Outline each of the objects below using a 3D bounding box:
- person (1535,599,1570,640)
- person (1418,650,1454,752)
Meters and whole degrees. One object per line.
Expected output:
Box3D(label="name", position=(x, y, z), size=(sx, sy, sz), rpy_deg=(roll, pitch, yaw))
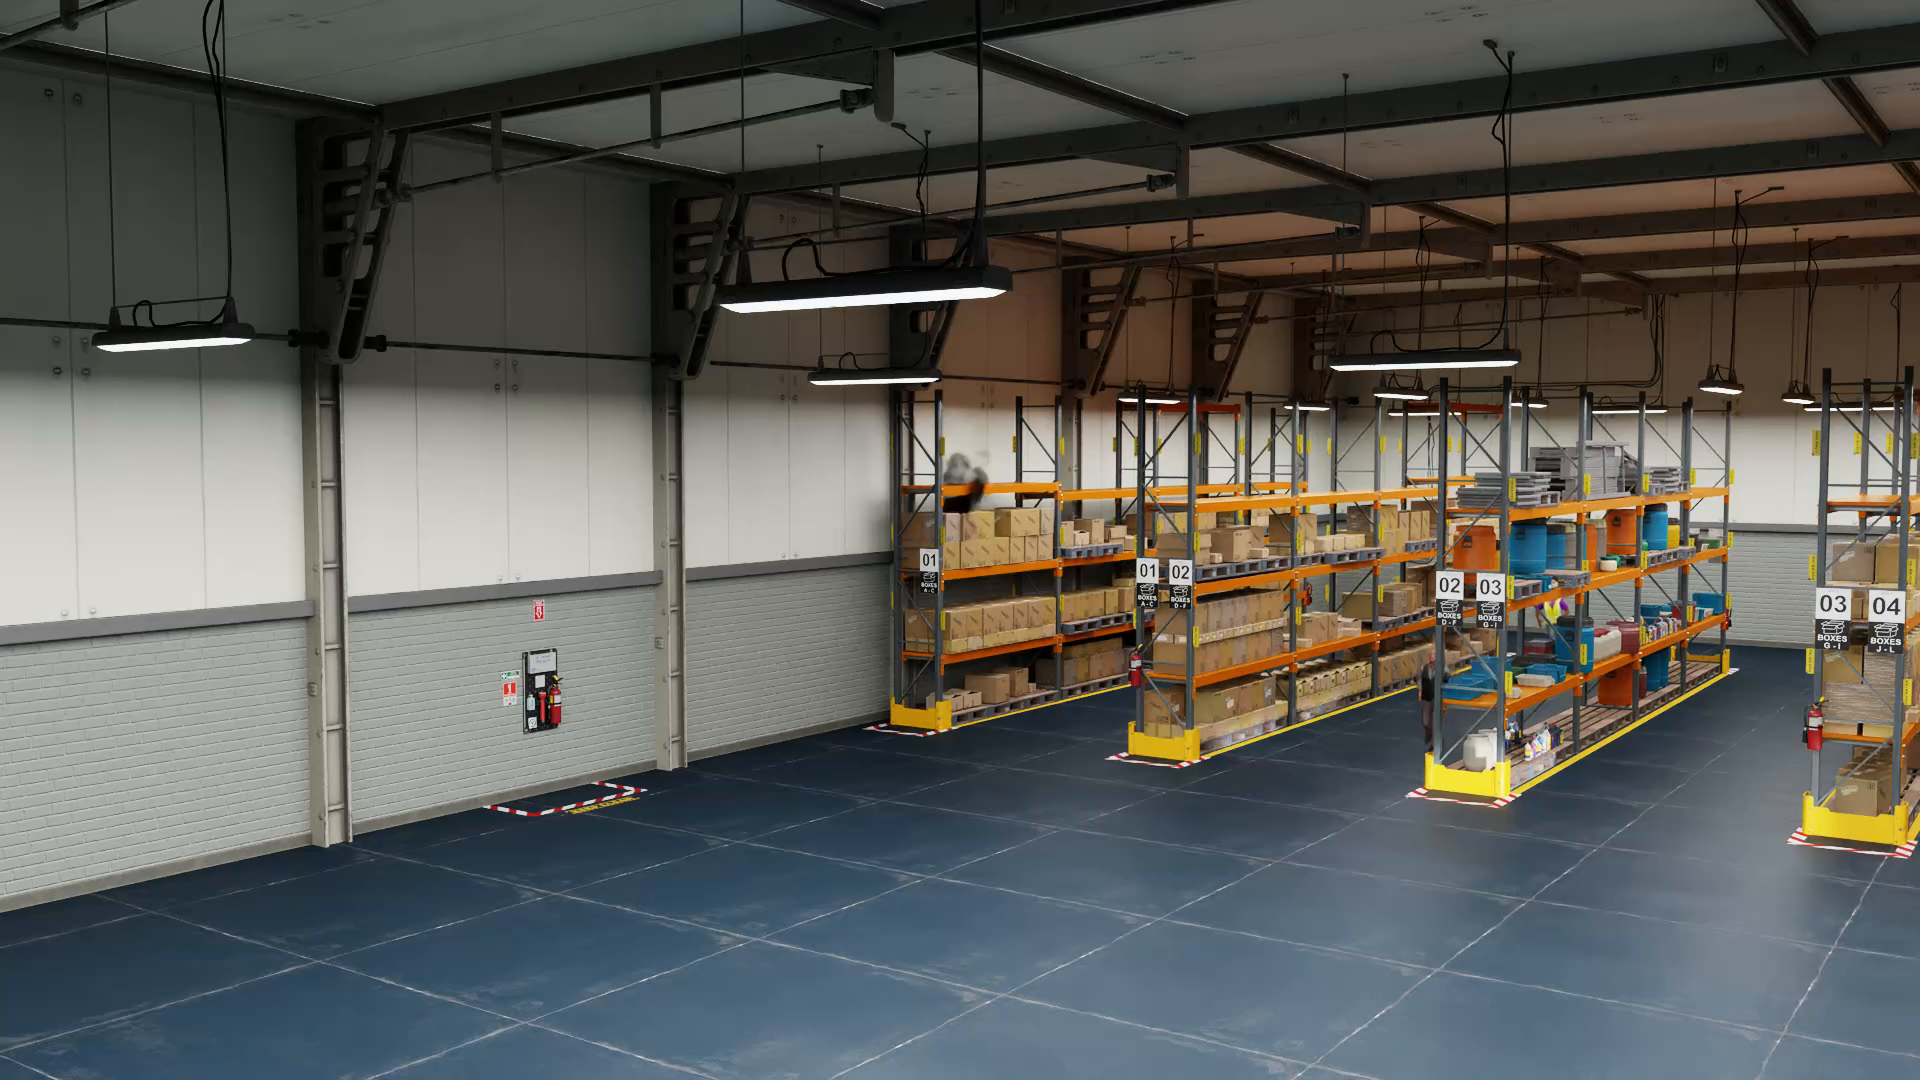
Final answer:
Box3D(label="person", position=(13.753, 1.960, 38.588), size=(0.763, 1.733, 0.828), rpy_deg=(1, 3, 14))
Box3D(label="person", position=(7.781, 2.637, 27.220), size=(0.656, 1.692, 0.627), rpy_deg=(2, 4, 33))
